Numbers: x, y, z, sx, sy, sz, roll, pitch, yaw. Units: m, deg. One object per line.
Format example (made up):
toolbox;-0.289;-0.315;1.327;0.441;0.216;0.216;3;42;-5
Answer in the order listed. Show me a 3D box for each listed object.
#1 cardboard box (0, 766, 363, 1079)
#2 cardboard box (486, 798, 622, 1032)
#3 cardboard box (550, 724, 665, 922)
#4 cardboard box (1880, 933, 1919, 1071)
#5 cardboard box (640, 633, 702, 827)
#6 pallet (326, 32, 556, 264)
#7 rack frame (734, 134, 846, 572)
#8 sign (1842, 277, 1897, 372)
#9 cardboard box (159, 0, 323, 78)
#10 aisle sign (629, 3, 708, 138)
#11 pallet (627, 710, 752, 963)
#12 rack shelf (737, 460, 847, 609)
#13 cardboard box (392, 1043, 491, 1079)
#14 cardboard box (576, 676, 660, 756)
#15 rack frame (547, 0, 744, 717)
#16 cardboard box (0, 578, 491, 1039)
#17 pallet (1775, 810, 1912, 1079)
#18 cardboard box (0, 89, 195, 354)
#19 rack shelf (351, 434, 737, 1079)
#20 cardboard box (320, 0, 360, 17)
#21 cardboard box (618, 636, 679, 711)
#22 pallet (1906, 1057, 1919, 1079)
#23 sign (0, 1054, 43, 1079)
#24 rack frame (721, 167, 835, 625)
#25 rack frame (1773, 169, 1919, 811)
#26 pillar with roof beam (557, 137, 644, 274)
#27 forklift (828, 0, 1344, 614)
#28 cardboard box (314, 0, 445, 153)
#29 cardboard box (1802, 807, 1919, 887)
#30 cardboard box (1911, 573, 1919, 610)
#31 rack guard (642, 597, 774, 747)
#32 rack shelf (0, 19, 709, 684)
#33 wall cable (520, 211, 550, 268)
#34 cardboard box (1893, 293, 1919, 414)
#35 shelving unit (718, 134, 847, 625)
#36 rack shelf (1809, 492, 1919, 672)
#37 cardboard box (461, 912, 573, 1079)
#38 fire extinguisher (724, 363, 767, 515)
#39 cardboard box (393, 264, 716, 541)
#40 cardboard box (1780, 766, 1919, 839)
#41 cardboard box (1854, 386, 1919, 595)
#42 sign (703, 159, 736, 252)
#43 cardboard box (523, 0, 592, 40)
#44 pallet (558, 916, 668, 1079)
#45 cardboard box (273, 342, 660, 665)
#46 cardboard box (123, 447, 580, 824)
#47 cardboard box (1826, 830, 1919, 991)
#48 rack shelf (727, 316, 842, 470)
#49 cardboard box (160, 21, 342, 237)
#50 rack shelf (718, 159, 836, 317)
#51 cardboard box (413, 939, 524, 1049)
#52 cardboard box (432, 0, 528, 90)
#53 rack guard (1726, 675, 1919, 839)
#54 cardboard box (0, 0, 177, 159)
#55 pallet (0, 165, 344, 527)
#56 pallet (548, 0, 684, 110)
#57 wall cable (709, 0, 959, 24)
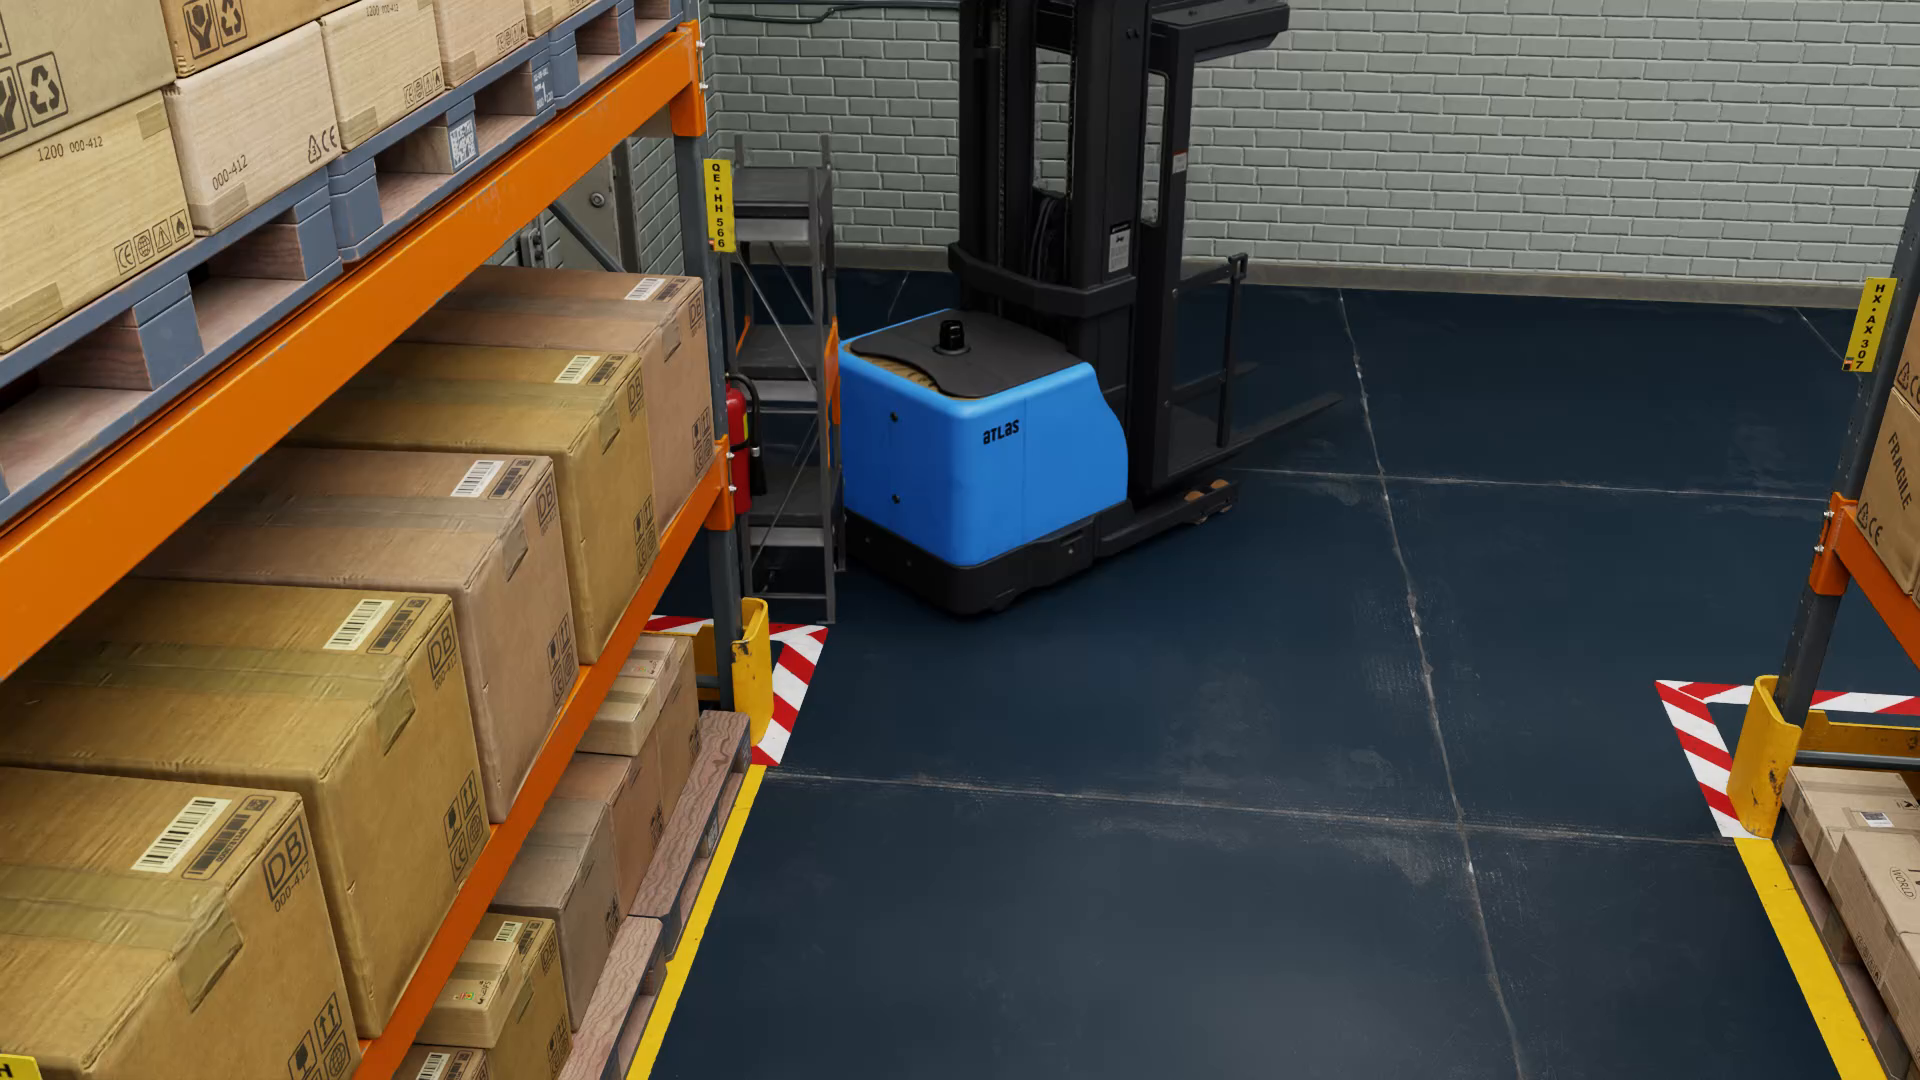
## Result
cardboard box;-1.780;0.914;3.074;0.980;0.700;0.700;4;29;7
cardboard box;-1.481;1.141;5.162;0.700;0.500;0.500;2;28;5
cardboard box;-1.420;0.904;5.602;0.700;0.500;0.500;3;28;6
cardboard box;3.074;1.431;4.867;0.500;0.250;0.500;3;28;6
cardboard box;-1.359;0.669;6.039;0.700;0.500;0.500;3;28;6
pallet;-1.600;-0.938;3.760;1.003;0.211;1.213;3;28;6
rack frame;-0.748;-0.776;7.476;0.400;2.100;0.015;1;28;2
sign;3.006;-0.709;5.490;0.100;0.325;0.005;3;28;6
cardboard box;-1.440;-1.075;2.739;0.500;0.500;0.500;3;28;5
aisle sign;-1.066;-1.743;5.582;0.394;0.787;0.004;3;28;6
pallet;-1.393;1.026;6.123;1.003;0.211;1.213;3;28;6
rack shelf;-0.757;-0.032;7.600;0.431;0.518;0.480;1;28;2
cardboard box;-1.604;1.634;4.248;0.700;0.500;0.500;3;28;6
cardboard box;-1.224;0.574;5.530;0.380;0.149;0.250;4;29;8
rack frame;-1.372;-0.582;6.168;1.000;3.000;0.127;3;28;6
cardboard box;-1.685;0.571;3.712;0.980;0.700;0.700;3;28;5
pallet;3.438;1.343;5.536;1.003;0.211;1.213;3;28;6
cardboard box;-1.516;-0.493;2.450;0.500;0.250;0.500;3;28;6
rack shelf;-1.618;0.676;4.591;1.077;0.370;4.000;3;28;6
cardboard box;-1.385;-1.307;3.171;0.500;0.500;0.500;4;29;7
cardboard box;-1.194;0.454;5.753;0.380;0.149;0.250;3;28;6
pallet;3.286;1.915;4.473;1.003;0.211;1.213;3;28;6
sign;-1.323;0.853;2.368;0.100;0.325;0.005;3;28;6
rack frame;-0.766;-0.544;7.047;0.400;2.100;0.015;1;28;2
rack frame;3.544;-0.296;5.637;1.000;3.000;0.127;3;28;6
pillar with roof beam;2.372;-4.294;6.733;9.100;9.000;0.400;3;28;6
forklift;0.793;-1.535;8.010;3.031;2.935;1.130;-23;36;-36
cardboard box;-1.384;-0.974;3.342;0.500;0.250;0.500;3;28;5
cardboard box;3.121;1.052;5.658;0.380;0.166;0.250;3;28;6
cardboard box;3.170;0.096;4.803;0.500;0.500;0.500;3;28;6
rack guard;-1.370;0.507;6.782;1.175;0.500;0.348;3;28;6
rack shelf;-1.618;-0.645;3.880;1.077;0.370;4.000;3;28;6
wall cable;-2.154;-1.687;7.148;0.084;1.984;1.851;3;28;6
cardboard box;3.228;-0.587;5.017;0.500;0.500;0.500;4;29;8
shelving unit;-0.757;-0.660;7.261;0.431;2.100;0.503;1;28;2
rack shelf;3.299;0.962;4.060;1.077;0.370;4.000;3;28;6
cardboard box;-1.539;1.392;4.696;0.700;0.500;0.500;4;29;7
fire extinguisher;-0.896;-0.428;6.357;0.296;0.674;0.183;3;28;6
cardboard box;-1.425;-0.474;5.650;0.980;0.700;0.700;5;29;9
cardboard box;3.152;0.942;5.880;0.380;0.149;0.250;3;28;6
cardboard box;3.228;-0.147;5.254;0.500;0.500;0.500;4;29;7
sign;-0.836;-1.158;5.767;0.100;0.325;0.005;3;28;6
cardboard box;-1.261;-1.461;4.246;0.500;0.250;0.500;2;28;4
pallet;-1.545;1.599;5.060;1.003;0.211;1.213;3;28;6
cardboard box;-1.503;-0.131;5.014;0.980;0.700;0.700;3;28;6
cardboard box;-1.606;0.228;4.348;0.980;0.700;0.700;2;28;4
cardboard box;3.135;1.195;5.304;0.500;0.250;0.500;3;28;6
rack shelf;-0.757;-0.648;7.268;0.431;0.518;0.480;1;28;2
cardboard box;-1.440;-0.732;2.893;0.500;0.250;0.500;3;28;5
rack shelf;-0.757;-1.264;6.935;0.431;0.518;0.480;1;28;2
cardboard box;-1.382;1.188;4.391;0.380;0.149;0.250;3;28;5
cardboard box;-1.320;-1.215;3.790;0.500;0.250;0.500;3;28;5
rack guard;3.535;0.840;6.164;1.175;0.500;0.348;3;28;6
cardboard box;-1.497;-0.832;2.289;0.500;0.500;0.500;3;28;6
pallet;-1.752;-0.365;2.697;1.003;0.211;1.213;3;28;6
pallet;-1.453;-1.514;4.829;1.003;0.211;1.213;3;28;6
wall cable;-0.325;-4.498;10.385;3.097;2.526;0.112;3;28;6
